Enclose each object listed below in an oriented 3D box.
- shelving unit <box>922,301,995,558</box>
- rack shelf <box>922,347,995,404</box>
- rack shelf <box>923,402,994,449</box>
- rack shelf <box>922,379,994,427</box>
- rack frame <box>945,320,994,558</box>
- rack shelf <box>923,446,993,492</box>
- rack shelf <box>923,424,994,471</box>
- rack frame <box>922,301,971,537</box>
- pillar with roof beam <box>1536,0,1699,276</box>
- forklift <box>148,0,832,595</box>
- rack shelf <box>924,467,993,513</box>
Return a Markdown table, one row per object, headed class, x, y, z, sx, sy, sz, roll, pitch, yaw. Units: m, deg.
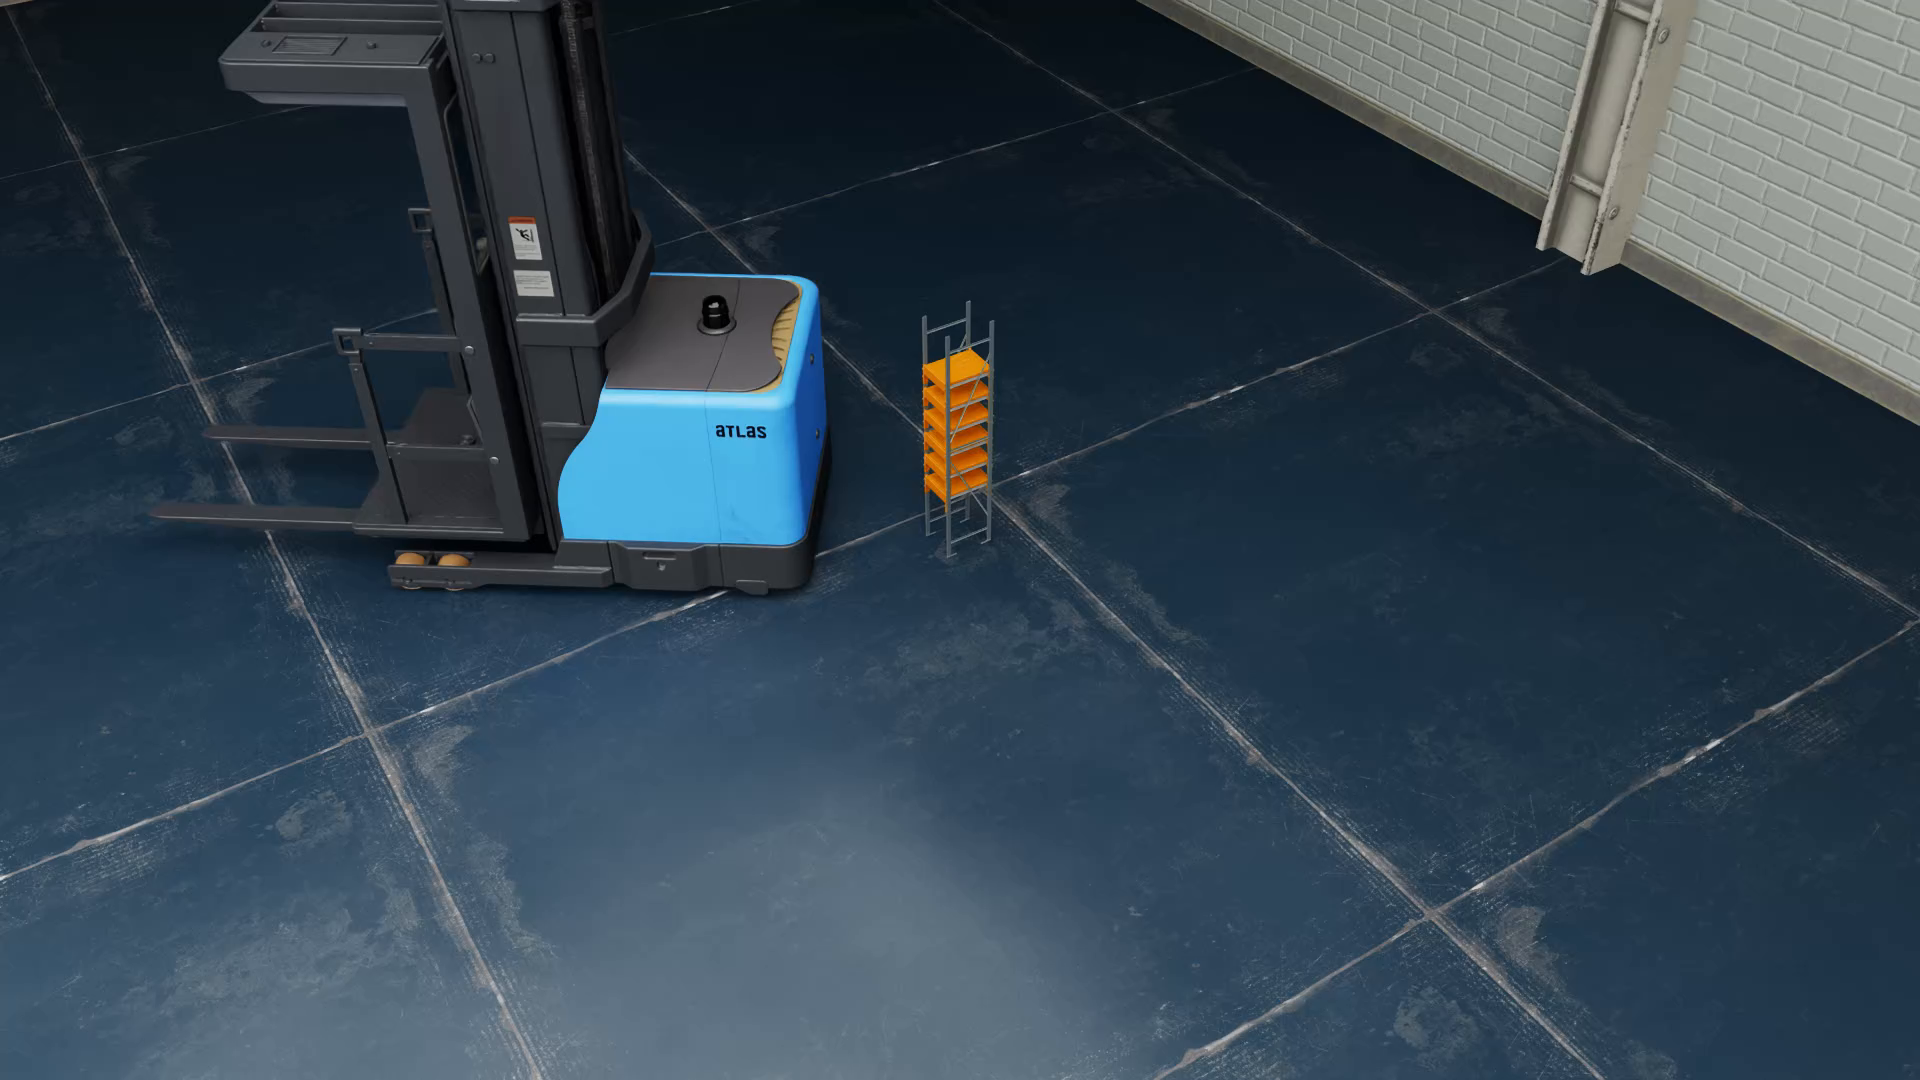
| class | x | y | z | sx | sy | sz | roll | pitch | yaw |
| --- | --- | --- | --- | --- | --- | --- | --- | --- | --- |
| shelving unit | -0.008 | -0.469 | 7.375 | 0.258 | 1.200 | 0.189 | -22 | 45 | -24 |
| rack shelf | -0.008 | -0.711 | 7.173 | 0.258 | 0.103 | 0.180 | -22 | 45 | -24 |
| rack shelf | -0.008 | -0.527 | 7.327 | 0.258 | 0.103 | 0.180 | -22 | 45 | -24 |
| rack shelf | -0.008 | -0.619 | 7.250 | 0.258 | 0.103 | 0.180 | -22 | 45 | -24 |
| rack frame | 0.041 | -0.419 | 7.316 | 0.240 | 1.200 | 0.006 | -22 | 45 | -24 |
| rack shelf | -0.008 | -0.342 | 7.481 | 0.258 | 0.103 | 0.180 | -22 | 45 | -24 |
| rack shelf | -0.008 | -0.435 | 7.404 | 0.258 | 0.103 | 0.180 | -22 | 45 | -24 |
| rack frame | -0.057 | -0.518 | 7.435 | 0.240 | 1.200 | 0.006 | -22 | 45 | -24 |
| pillar with roof beam | 0.006 | -3.656 | 5.108 | 9.100 | 9.000 | 0.400 | -22 | 45 | -24 |
| forklift | -2.157 | -1.234 | 6.942 | 3.031 | 2.935 | 1.130 | 2 | 40 | 2 |
| rack shelf | -0.008 | -0.250 | 7.557 | 0.258 | 0.103 | 0.180 | -22 | 45 | -24 |
